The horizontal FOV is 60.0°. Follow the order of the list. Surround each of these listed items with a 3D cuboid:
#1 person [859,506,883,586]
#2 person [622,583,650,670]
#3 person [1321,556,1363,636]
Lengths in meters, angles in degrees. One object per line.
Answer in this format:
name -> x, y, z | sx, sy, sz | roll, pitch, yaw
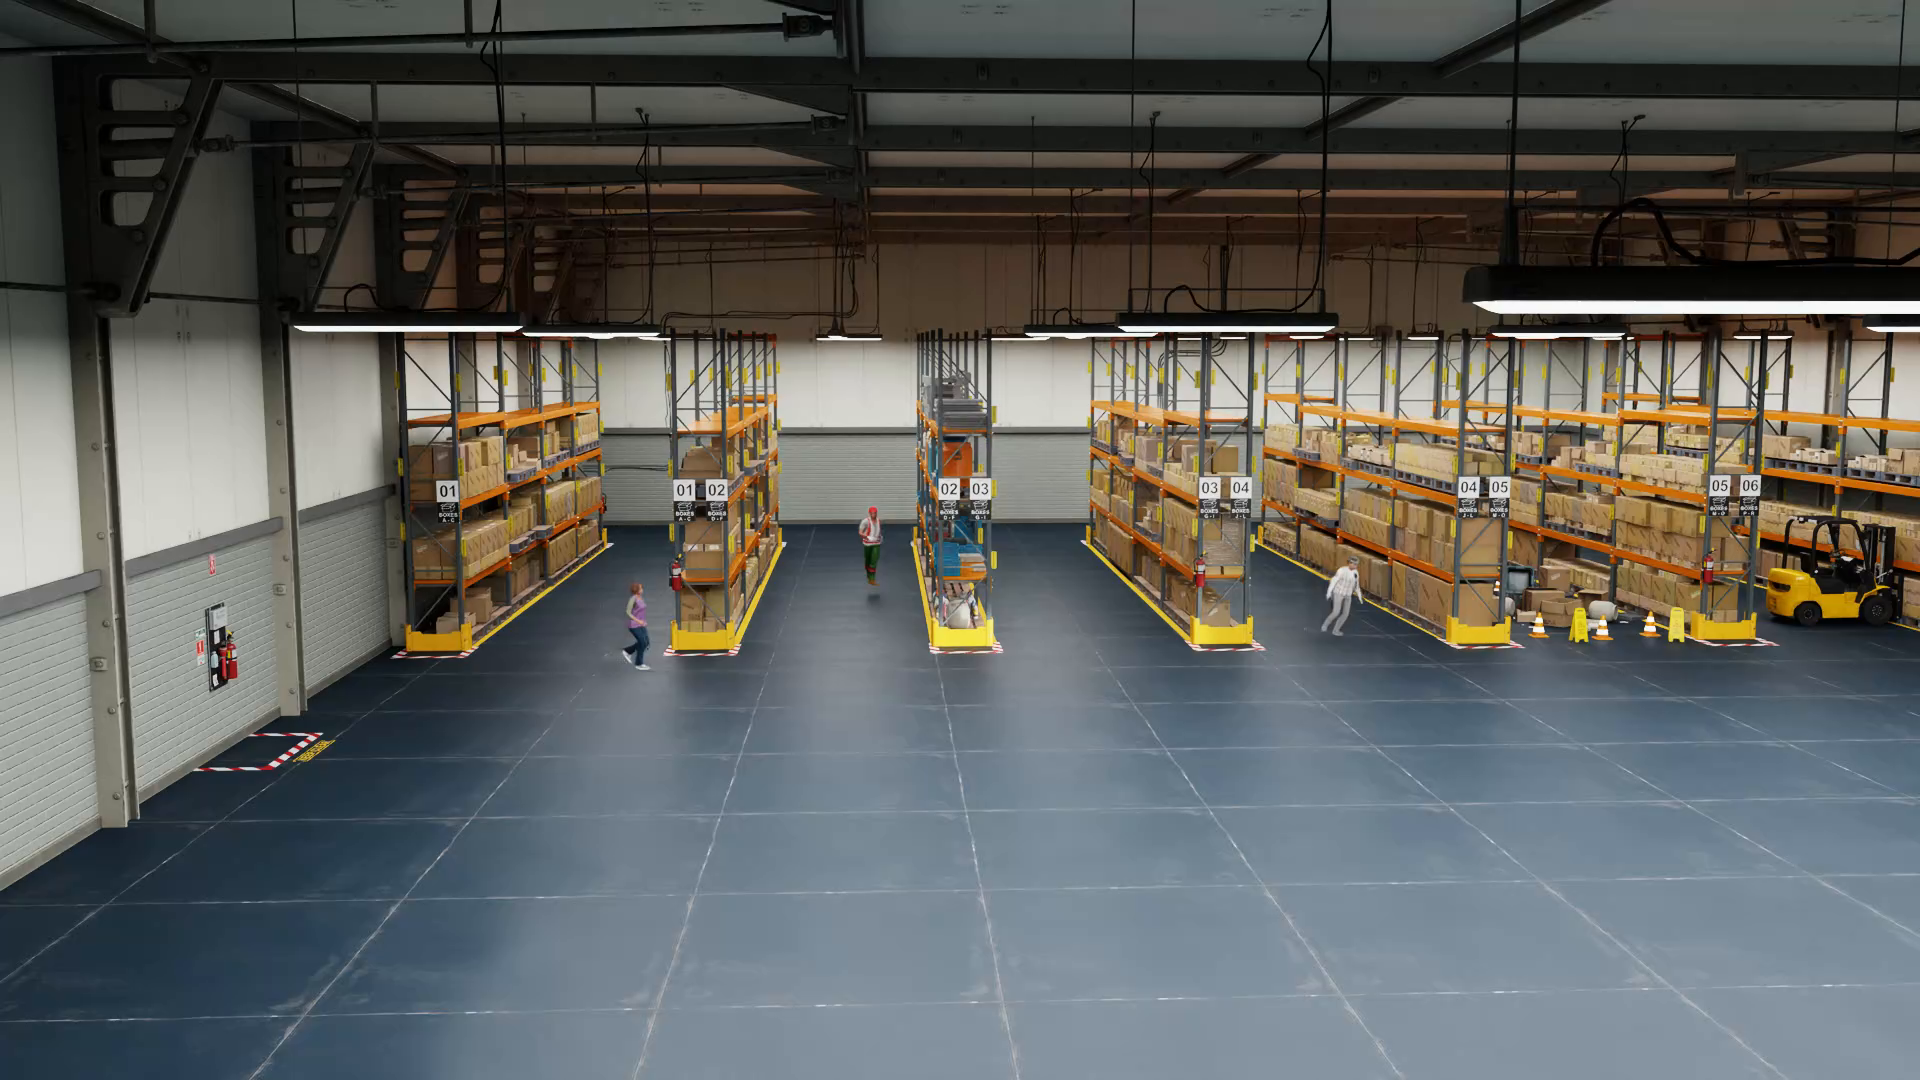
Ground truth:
person -> -2.035, 0.115, 37.712 | 0.628, 1.793, 0.820 | -3, 7, -21
person -> -5.737, 1.518, 29.223 | 0.546, 1.566, 0.563 | 2, 7, 13
person -> 7.503, 1.088, 32.609 | 0.708, 1.589, 0.615 | -2, 7, -17
